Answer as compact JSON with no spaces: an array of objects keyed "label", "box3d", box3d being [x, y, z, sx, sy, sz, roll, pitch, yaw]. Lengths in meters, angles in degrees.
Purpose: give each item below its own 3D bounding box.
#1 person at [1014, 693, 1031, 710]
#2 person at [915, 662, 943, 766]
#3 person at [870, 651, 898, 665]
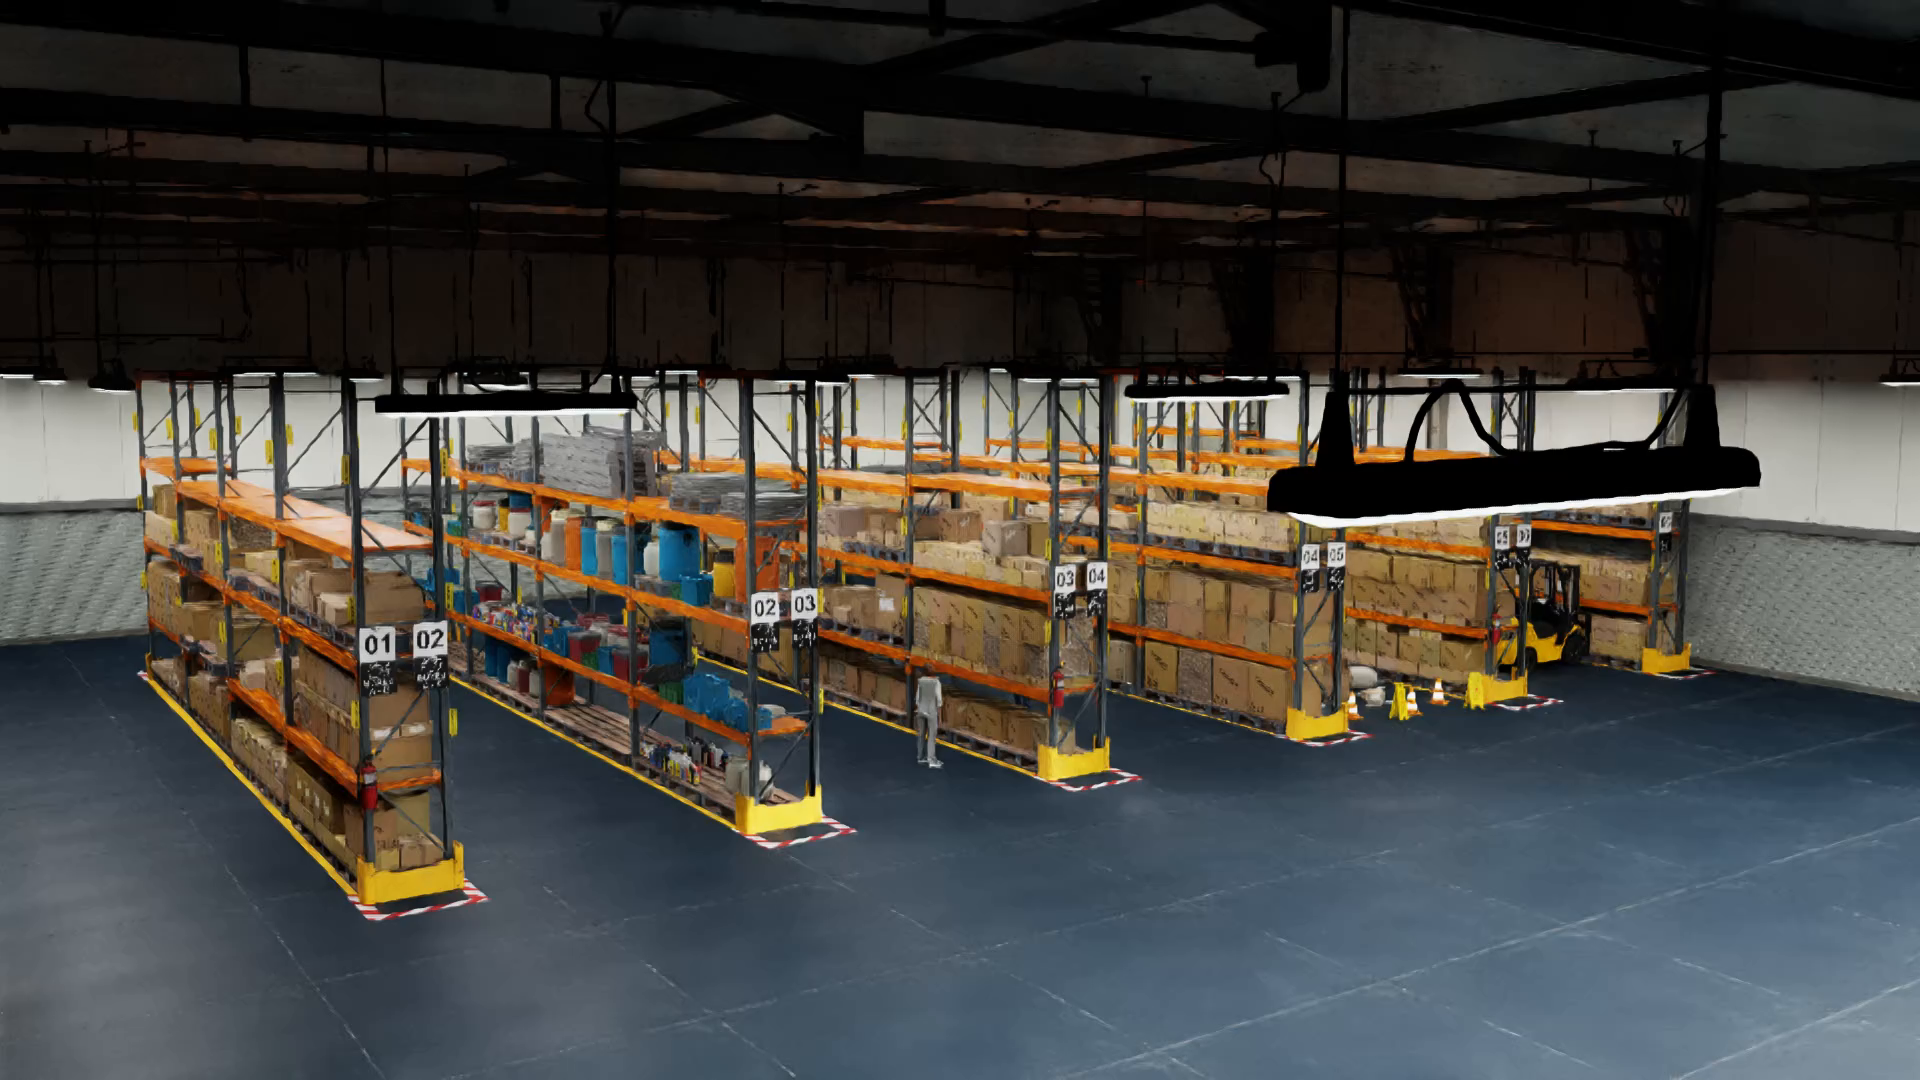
[{"label":"person","box3d":[1.139,2.245,29.078,0.504,1.603,0.419,4,7,29]},{"label":"person","box3d":[-0.471,2.656,25.468,0.468,1.600,0.406,3,7,25]},{"label":"person","box3d":[-1.552,1.761,32.984,0.577,1.691,1.121,-4,8,-31]}]
